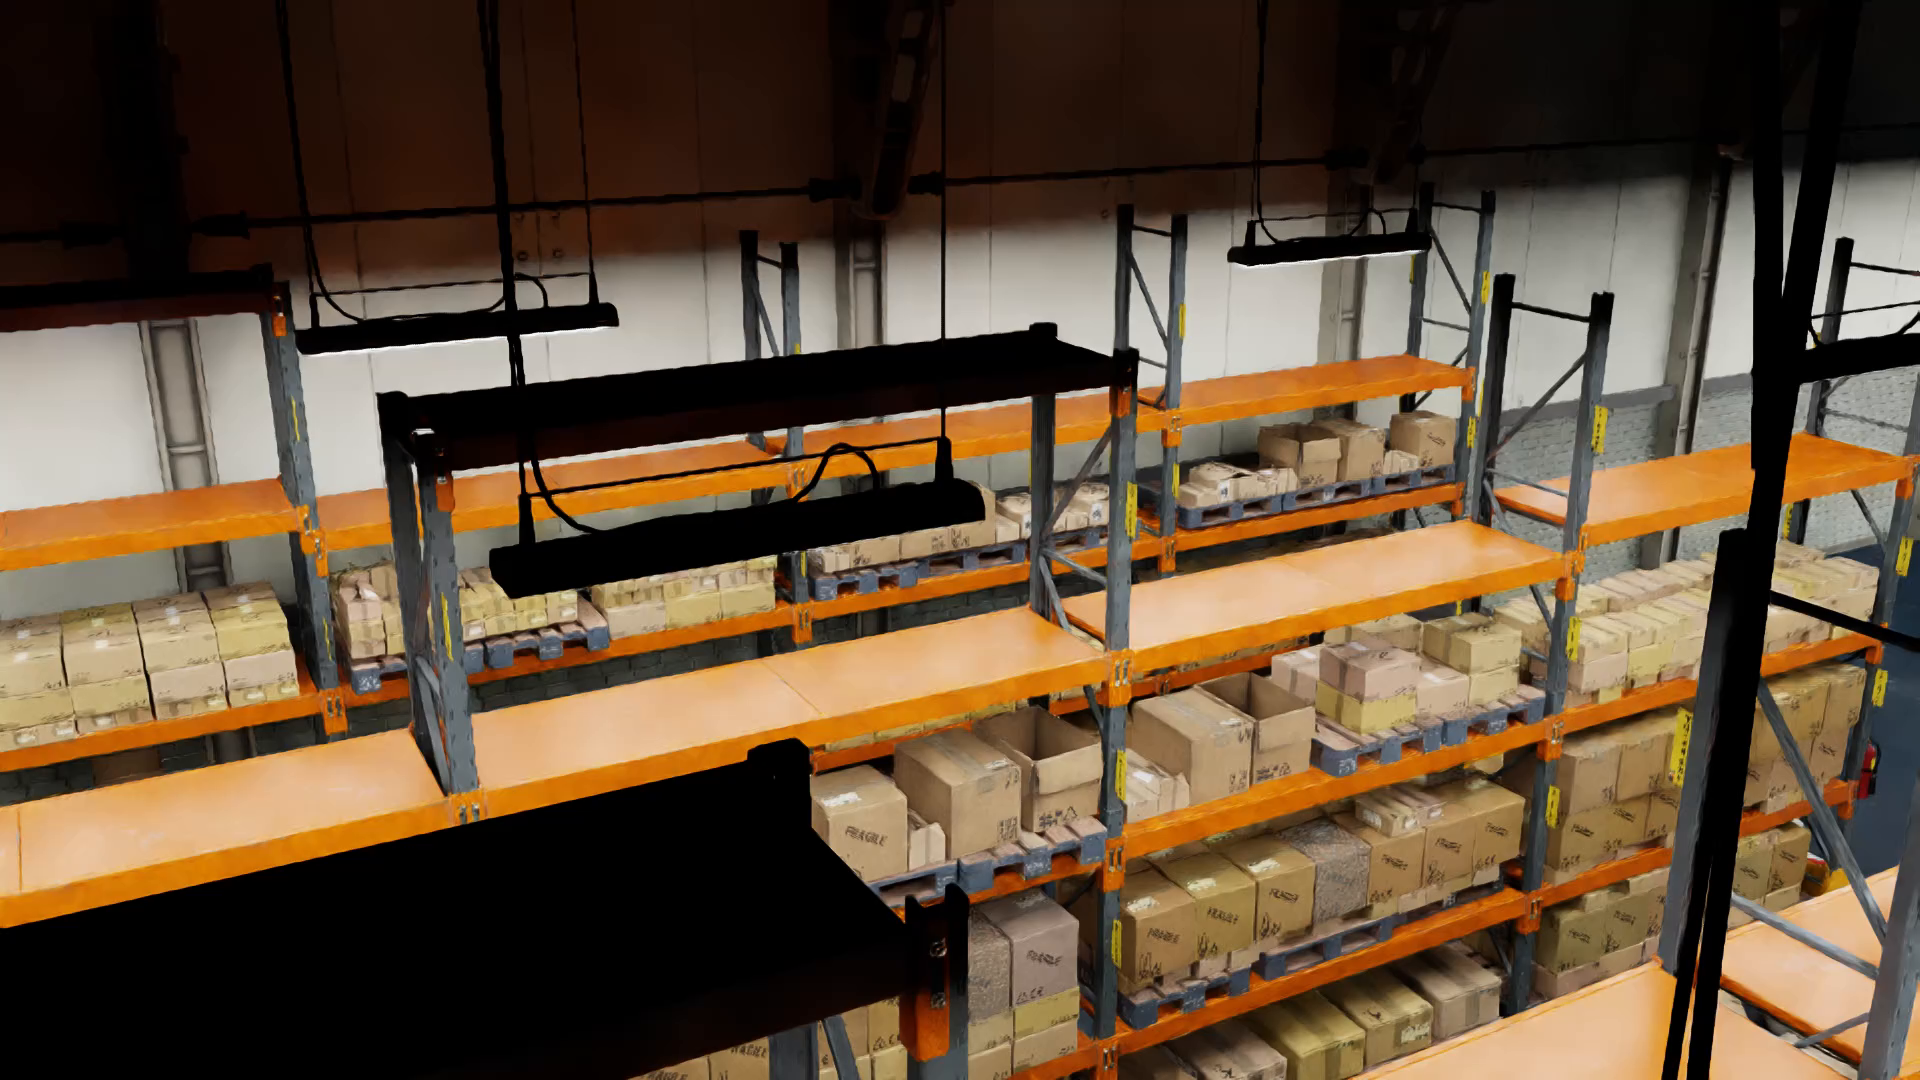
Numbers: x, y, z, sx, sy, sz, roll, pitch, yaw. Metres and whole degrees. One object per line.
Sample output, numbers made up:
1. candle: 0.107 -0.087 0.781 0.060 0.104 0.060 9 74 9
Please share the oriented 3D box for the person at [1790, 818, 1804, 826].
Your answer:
1. person: 8.348 1.996 16.584 0.521 1.771 0.762 10 21 28
